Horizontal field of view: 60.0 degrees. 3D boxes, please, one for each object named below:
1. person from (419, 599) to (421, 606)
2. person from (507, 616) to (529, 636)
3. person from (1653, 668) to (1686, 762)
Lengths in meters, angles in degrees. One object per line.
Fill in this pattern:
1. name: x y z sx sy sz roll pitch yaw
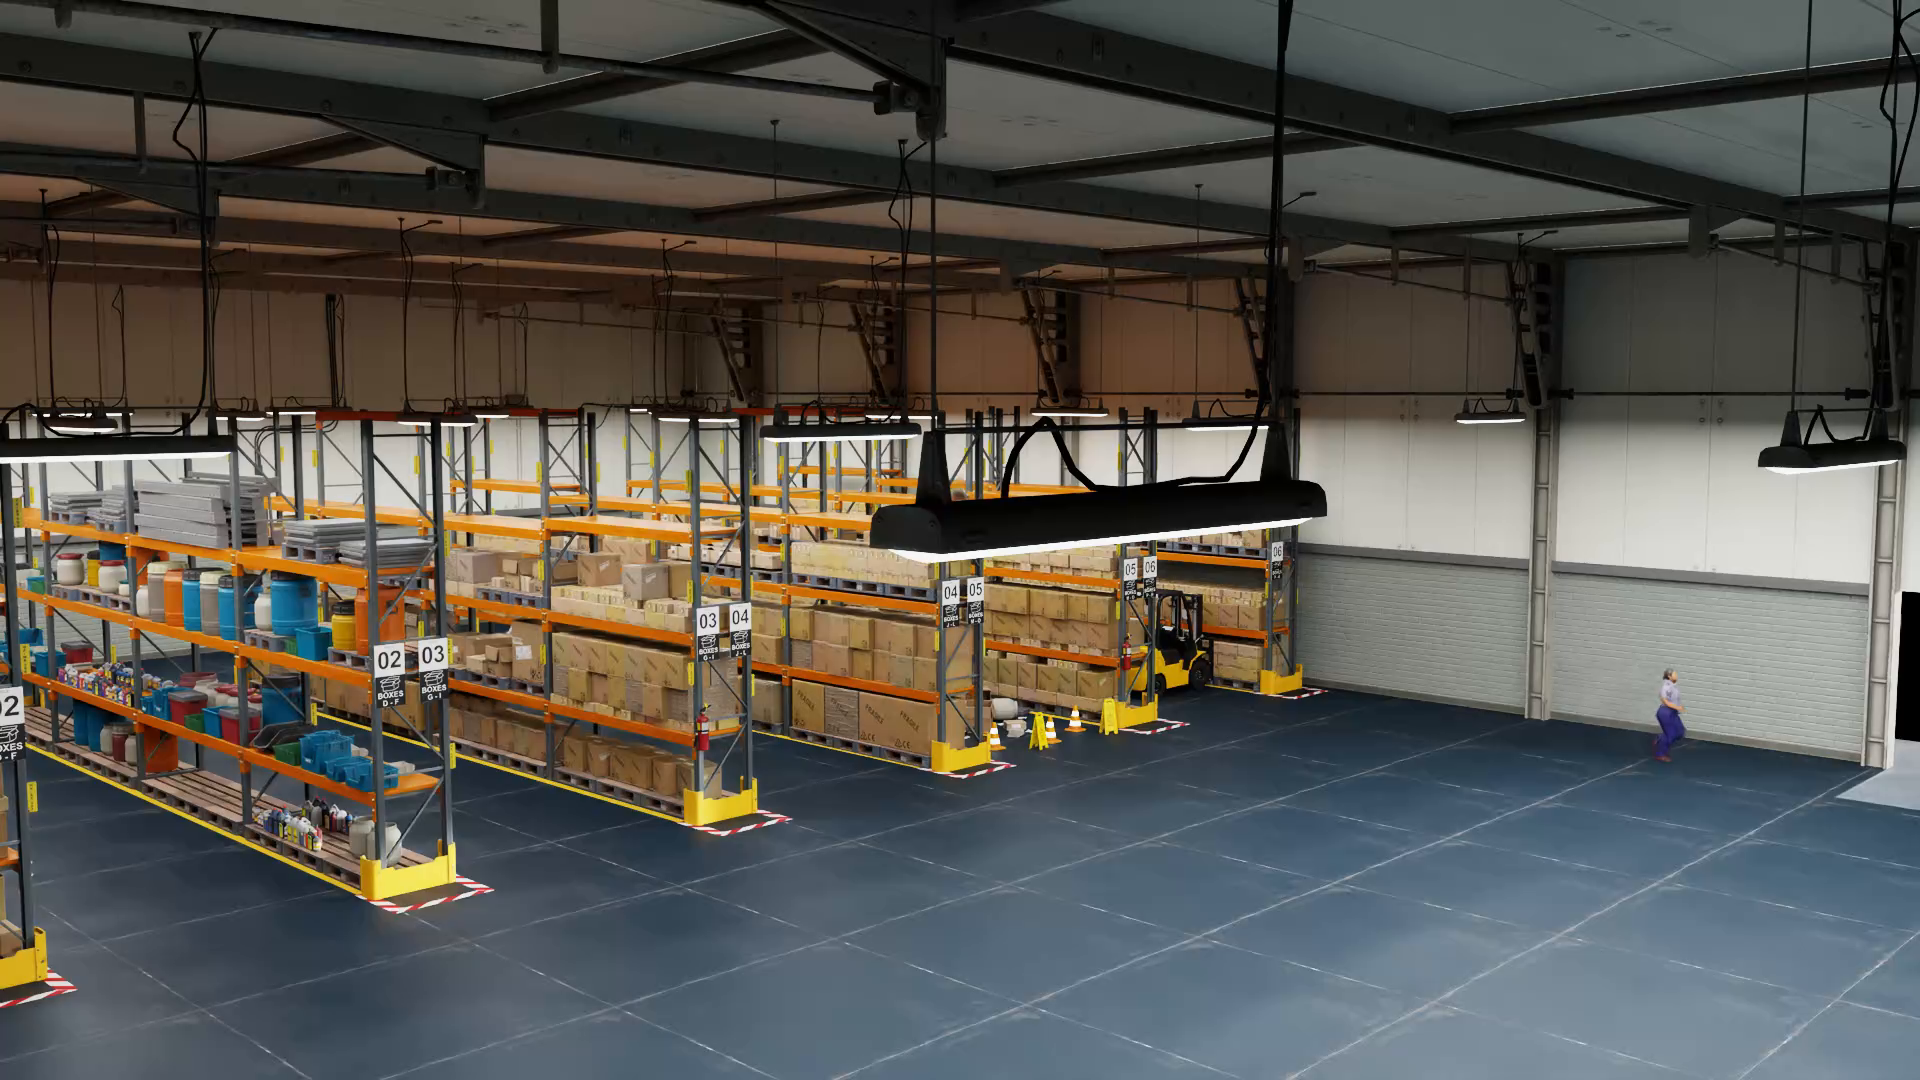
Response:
1. person: -12.632 2.118 39.084 0.571 1.554 0.596 0 5 4
2. person: -9.026 2.408 34.610 0.625 1.862 0.782 -5 7 -43
3. person: 12.195 3.015 28.546 0.516 1.590 0.609 3 6 30
